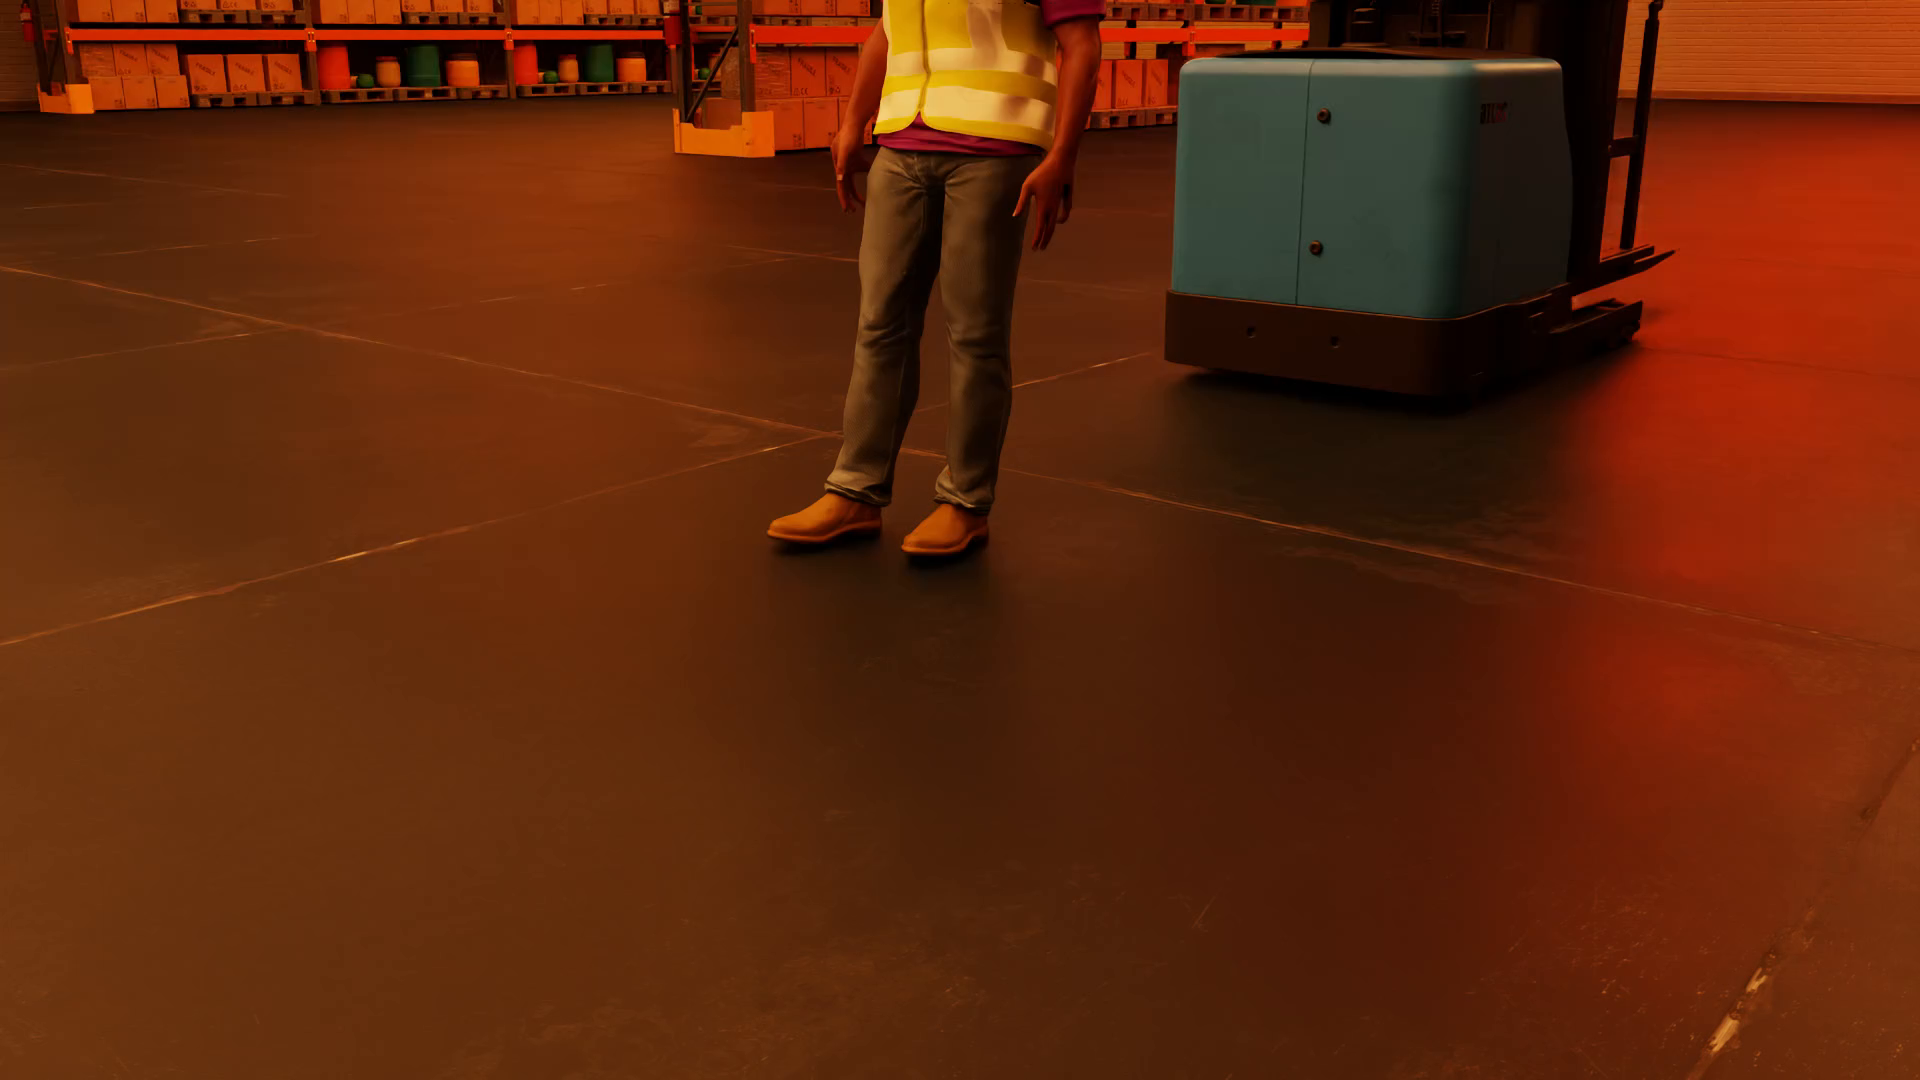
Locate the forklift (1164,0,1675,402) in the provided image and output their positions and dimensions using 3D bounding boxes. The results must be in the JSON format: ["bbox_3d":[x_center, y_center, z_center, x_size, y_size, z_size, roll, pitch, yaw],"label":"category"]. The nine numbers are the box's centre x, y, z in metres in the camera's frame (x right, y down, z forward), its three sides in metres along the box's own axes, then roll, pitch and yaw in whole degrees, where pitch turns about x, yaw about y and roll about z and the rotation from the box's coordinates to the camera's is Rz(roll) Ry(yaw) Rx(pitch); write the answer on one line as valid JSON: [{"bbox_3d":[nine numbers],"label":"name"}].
[{"bbox_3d":[2.010,-2.206,6.162,1.130,2.935,3.031,13,21,36],"label":"forklift"}]

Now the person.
[{"bbox_3d":[-0.049,-0.837,3.635,0.666,1.768,0.575,13,21,37],"label":"person"}]
